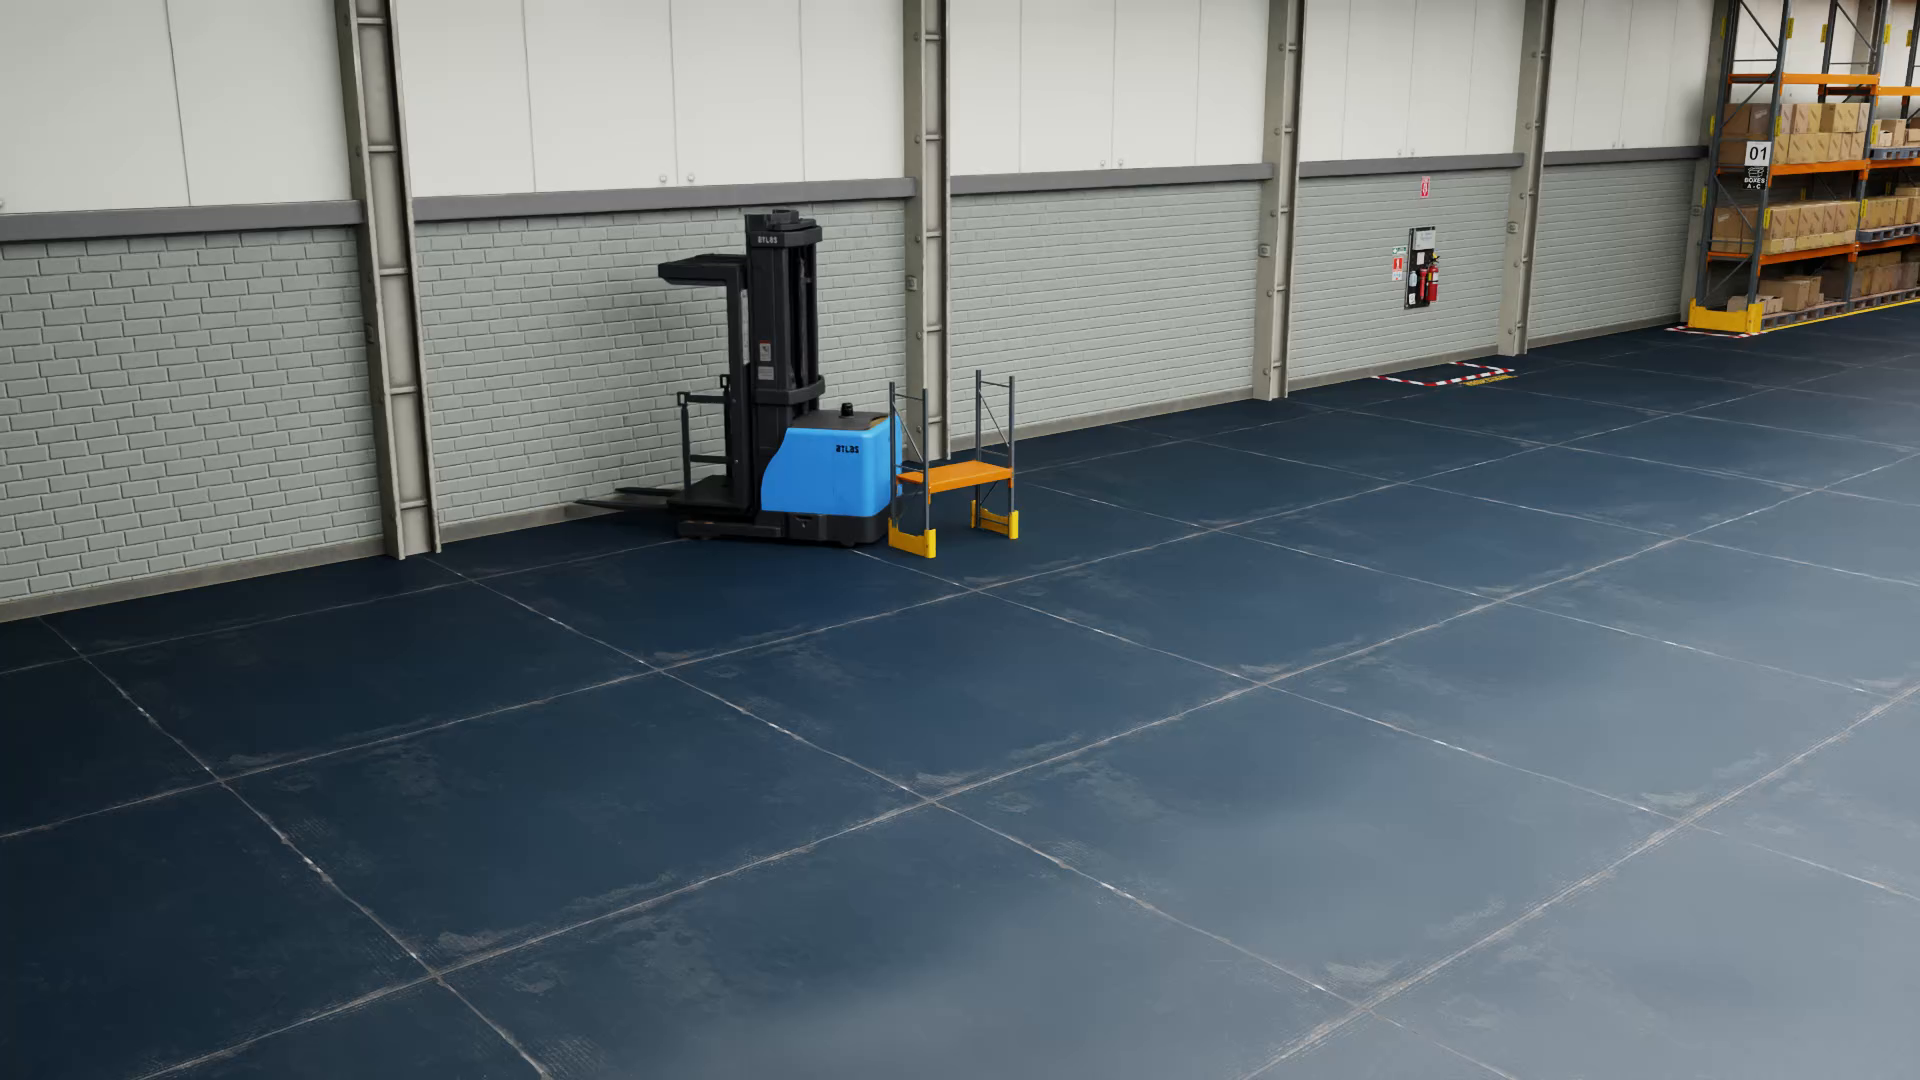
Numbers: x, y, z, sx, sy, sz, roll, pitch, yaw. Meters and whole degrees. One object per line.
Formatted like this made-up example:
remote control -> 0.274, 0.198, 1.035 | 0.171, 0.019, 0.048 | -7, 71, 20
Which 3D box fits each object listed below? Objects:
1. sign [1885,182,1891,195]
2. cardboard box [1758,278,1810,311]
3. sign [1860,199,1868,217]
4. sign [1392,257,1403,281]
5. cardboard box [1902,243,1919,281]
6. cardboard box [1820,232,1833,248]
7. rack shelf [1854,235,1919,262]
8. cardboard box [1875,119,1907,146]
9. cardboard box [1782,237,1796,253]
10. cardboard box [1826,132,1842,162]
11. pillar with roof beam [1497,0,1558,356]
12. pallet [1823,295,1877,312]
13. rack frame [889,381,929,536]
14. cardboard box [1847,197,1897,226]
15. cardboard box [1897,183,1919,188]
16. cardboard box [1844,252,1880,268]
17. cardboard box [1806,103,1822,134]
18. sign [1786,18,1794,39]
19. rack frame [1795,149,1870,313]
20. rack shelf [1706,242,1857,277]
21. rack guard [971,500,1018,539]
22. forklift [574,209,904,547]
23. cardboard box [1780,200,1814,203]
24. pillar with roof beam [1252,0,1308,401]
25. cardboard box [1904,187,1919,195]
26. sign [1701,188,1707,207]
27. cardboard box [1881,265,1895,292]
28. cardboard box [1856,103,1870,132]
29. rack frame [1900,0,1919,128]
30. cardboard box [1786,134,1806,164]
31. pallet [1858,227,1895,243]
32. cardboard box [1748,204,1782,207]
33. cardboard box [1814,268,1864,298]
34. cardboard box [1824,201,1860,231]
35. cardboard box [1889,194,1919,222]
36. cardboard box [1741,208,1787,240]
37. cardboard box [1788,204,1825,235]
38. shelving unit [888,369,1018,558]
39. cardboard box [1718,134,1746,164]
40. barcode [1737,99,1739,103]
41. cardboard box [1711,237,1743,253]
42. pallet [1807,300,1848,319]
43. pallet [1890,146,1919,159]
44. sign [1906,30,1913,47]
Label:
sign -> 18.936, -7.140, 33.923 | 0.005, 0.325, 0.100 | -13, 19, -39
cardboard box -> 14.865, -4.433, 30.026 | 0.500, 0.500, 0.700 | -14, 21, -43
sign -> 16.647, -6.109, 30.631 | 0.005, 0.325, 0.100 | -13, 19, -39
sign -> 6.328, -3.921, 24.046 | 0.234, 0.329, 0.001 | -13, 19, -39
cardboard box -> 19.944, -5.736, 34.264 | 0.750, 0.750, 0.750 | -13, 20, -40
cardboard box -> 15.376, -5.422, 29.989 | 0.500, 0.250, 0.500 | -13, 20, -40
rack shelf -> 17.794, -5.787, 32.495 | 4.000, 0.370, 1.077 | -13, 19, -39
cardboard box -> 17.681, -7.782, 31.750 | 0.500, 0.500, 0.500 | -14, 20, -41
cardboard box -> 14.227, -5.166, 29.031 | 0.500, 0.250, 0.500 | -13, 20, -41
cardboard box -> 15.284, -6.984, 29.540 | 0.500, 0.500, 0.500 | -14, 20, -41
pillar with roof beam -> 11.528, -6.448, 21.954 | 0.400, 9.000, 9.100 | -13, 19, -39
pallet -> 16.872, -4.580, 31.988 | 1.213, 0.211, 1.003 | -13, 19, -39
rack frame -> -0.448, -0.624, 14.680 | 0.032, 1.500, 0.500 | -13, 19, -39
cardboard box -> 17.594, -6.347, 32.151 | 0.500, 0.500, 0.700 | -10, 18, -32
cardboard box -> 19.475, -7.164, 33.996 | 0.500, 0.250, 0.500 | -12, 19, -38
cardboard box -> 17.550, -5.455, 32.396 | 0.500, 0.250, 0.500 | -13, 20, -41
cardboard box -> 14.509, -7.290, 28.747 | 0.500, 0.500, 0.500 | -12, 19, -38
sign -> 13.624, -8.400, 27.296 | 0.005, 0.325, 0.100 | -13, 19, -39
rack frame -> 16.285, -5.795, 31.133 | 0.127, 3.000, 1.000 | -13, 19, -39
rack shelf -> 14.776, -5.109, 29.958 | 4.000, 0.370, 1.077 | -13, 19, -39
rack guard -> 0.318, -0.192, 15.485 | 0.087, 0.250, 0.587 | -13, 19, -39
forklift -> -2.107, -1.543, 15.347 | 3.031, 2.935, 1.130 | 4, 15, 14
cardboard box -> 15.401, -5.969, 30.582 | 0.500, 0.500, 0.500 | -13, 20, -40
pillar with roof beam -> 7.001, -5.432, 18.149 | 0.400, 9.000, 9.100 | -13, 19, -39
cardboard box -> 19.062, -6.983, 33.276 | 0.380, 0.149, 0.250 | 13, 20, 40
sign -> 12.918, -5.941, 28.824 | 0.005, 0.325, 0.100 | -13, 19, -39
cardboard box -> 17.973, -5.191, 32.864 | 0.500, 0.500, 0.700 | -13, 20, -40
cardboard box -> 16.085, -7.648, 30.086 | 0.500, 0.500, 0.500 | 14, 20, 42
rack frame -> 19.303, -9.371, 32.896 | 0.127, 3.000, 1.000 | -13, 19, -39
cardboard box -> 14.113, -6.717, 28.539 | 0.500, 0.500, 0.500 | -11, 19, -36
pallet -> 16.957, -5.804, 31.537 | 1.213, 0.211, 1.003 | -13, 19, -39
cardboard box -> 14.257, -5.710, 29.614 | 0.500, 0.500, 0.500 | -13, 20, -41
cardboard box -> 16.830, -4.928, 31.878 | 0.500, 0.500, 0.700 | -12, 19, -38
cardboard box -> 16.132, -5.954, 30.528 | 0.500, 0.500, 0.500 | -13, 20, -39
cardboard box -> 18.955, -6.652, 33.295 | 0.700, 0.500, 0.500 | 13, 20, 40
cardboard box -> 13.825, -5.440, 28.600 | 0.500, 0.500, 0.500 | -13, 19, -39
cardboard box -> 14.980, -5.697, 29.566 | 0.500, 0.500, 0.500 | -12, 19, -38
shelving unit -> -0.058, -0.712, 15.008 | 1.083, 1.500, 0.587 | -13, 19, -39
cardboard box -> 13.416, -6.745, 28.643 | 0.500, 0.500, 0.500 | -11, 18, -35
barcode -> 13.475, -7.606, 28.805 | 0.075, 0.075, 0.001 | -13, 19, -39
cardboard box -> 13.493, -5.172, 29.051 | 0.500, 0.250, 0.500 | -12, 19, -39
pallet -> 15.802, -4.327, 31.042 | 1.213, 0.211, 1.003 | -13, 19, -39
pallet -> 17.601, -7.414, 31.744 | 1.003, 0.211, 1.213 | -13, 19, -39
sign -> 18.936, -10.006, 33.157 | 0.005, 0.325, 0.100 | -13, 19, -39
